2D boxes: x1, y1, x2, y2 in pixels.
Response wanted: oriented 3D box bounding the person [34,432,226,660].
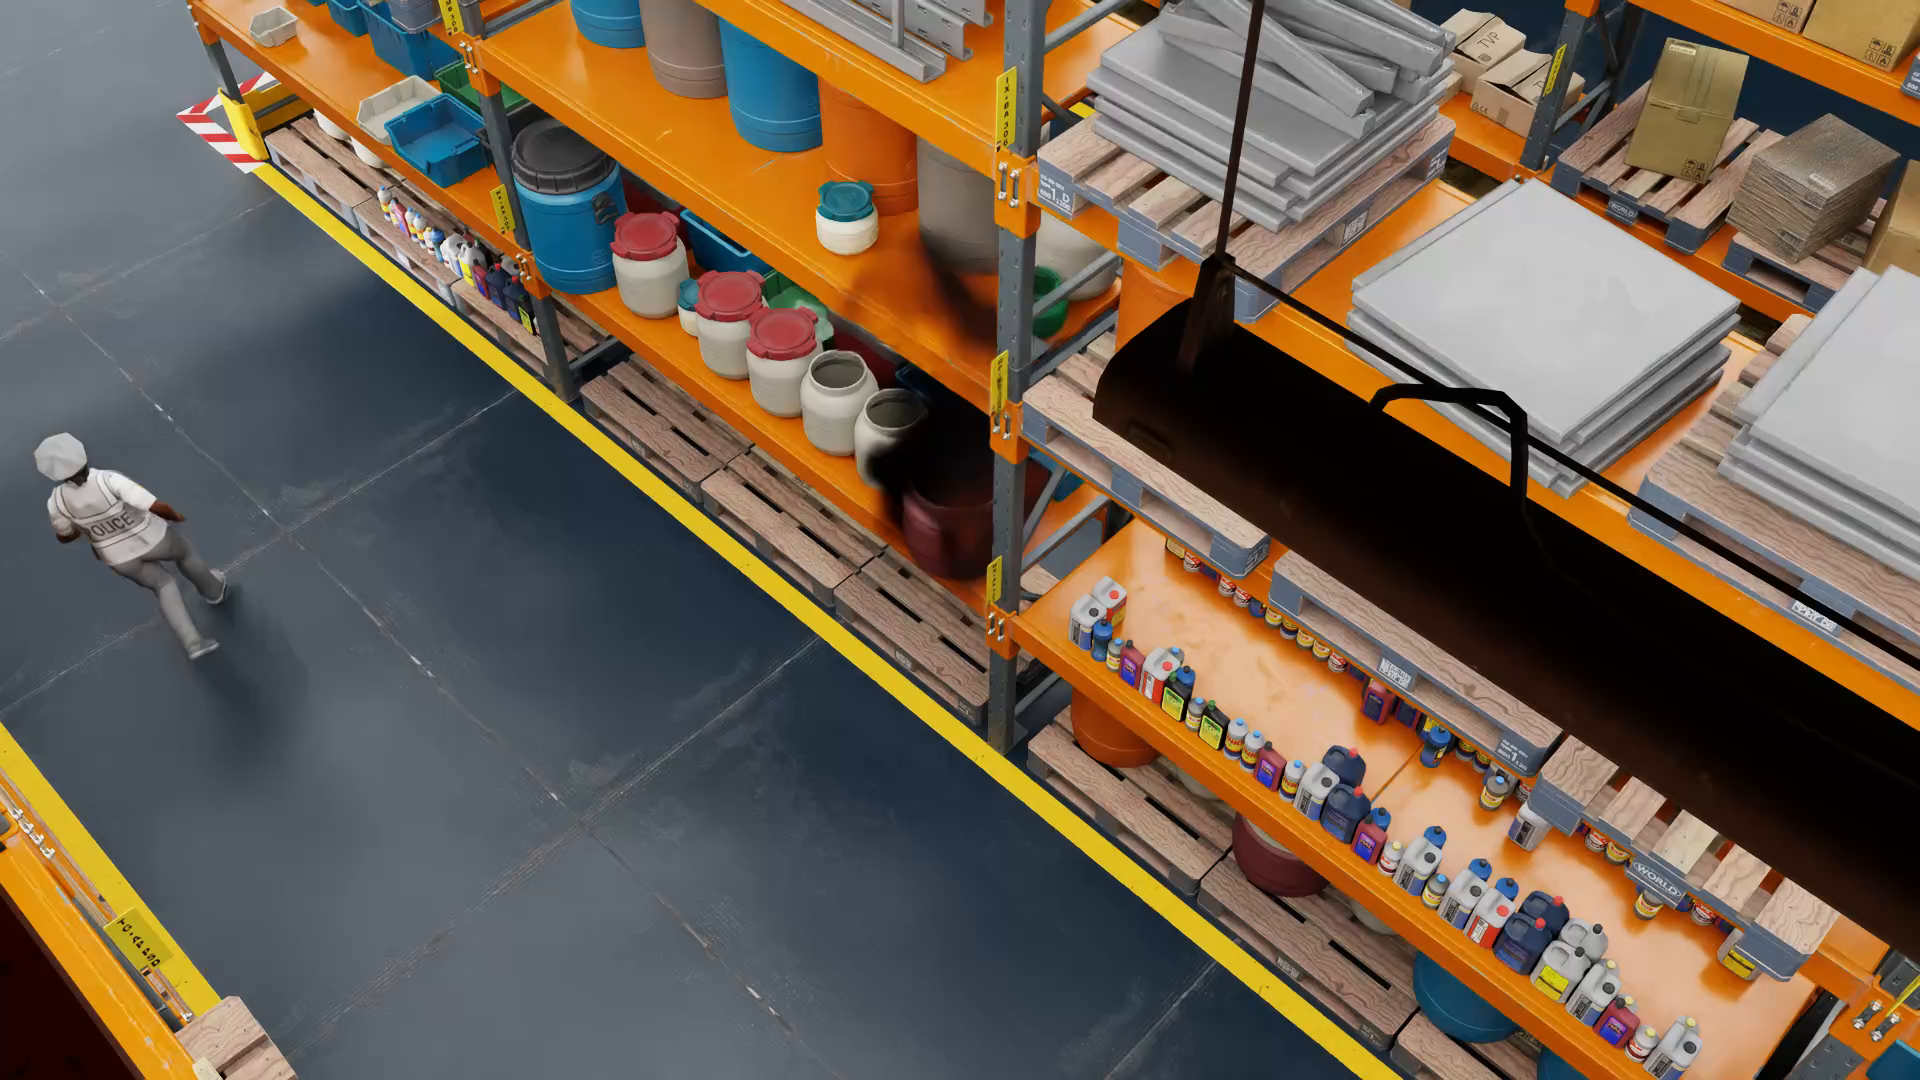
[{"bbox_3d":[-4.621,0.041,9.282,0.621,1.650,0.834,-20,53,-16],"label":"person"}]
